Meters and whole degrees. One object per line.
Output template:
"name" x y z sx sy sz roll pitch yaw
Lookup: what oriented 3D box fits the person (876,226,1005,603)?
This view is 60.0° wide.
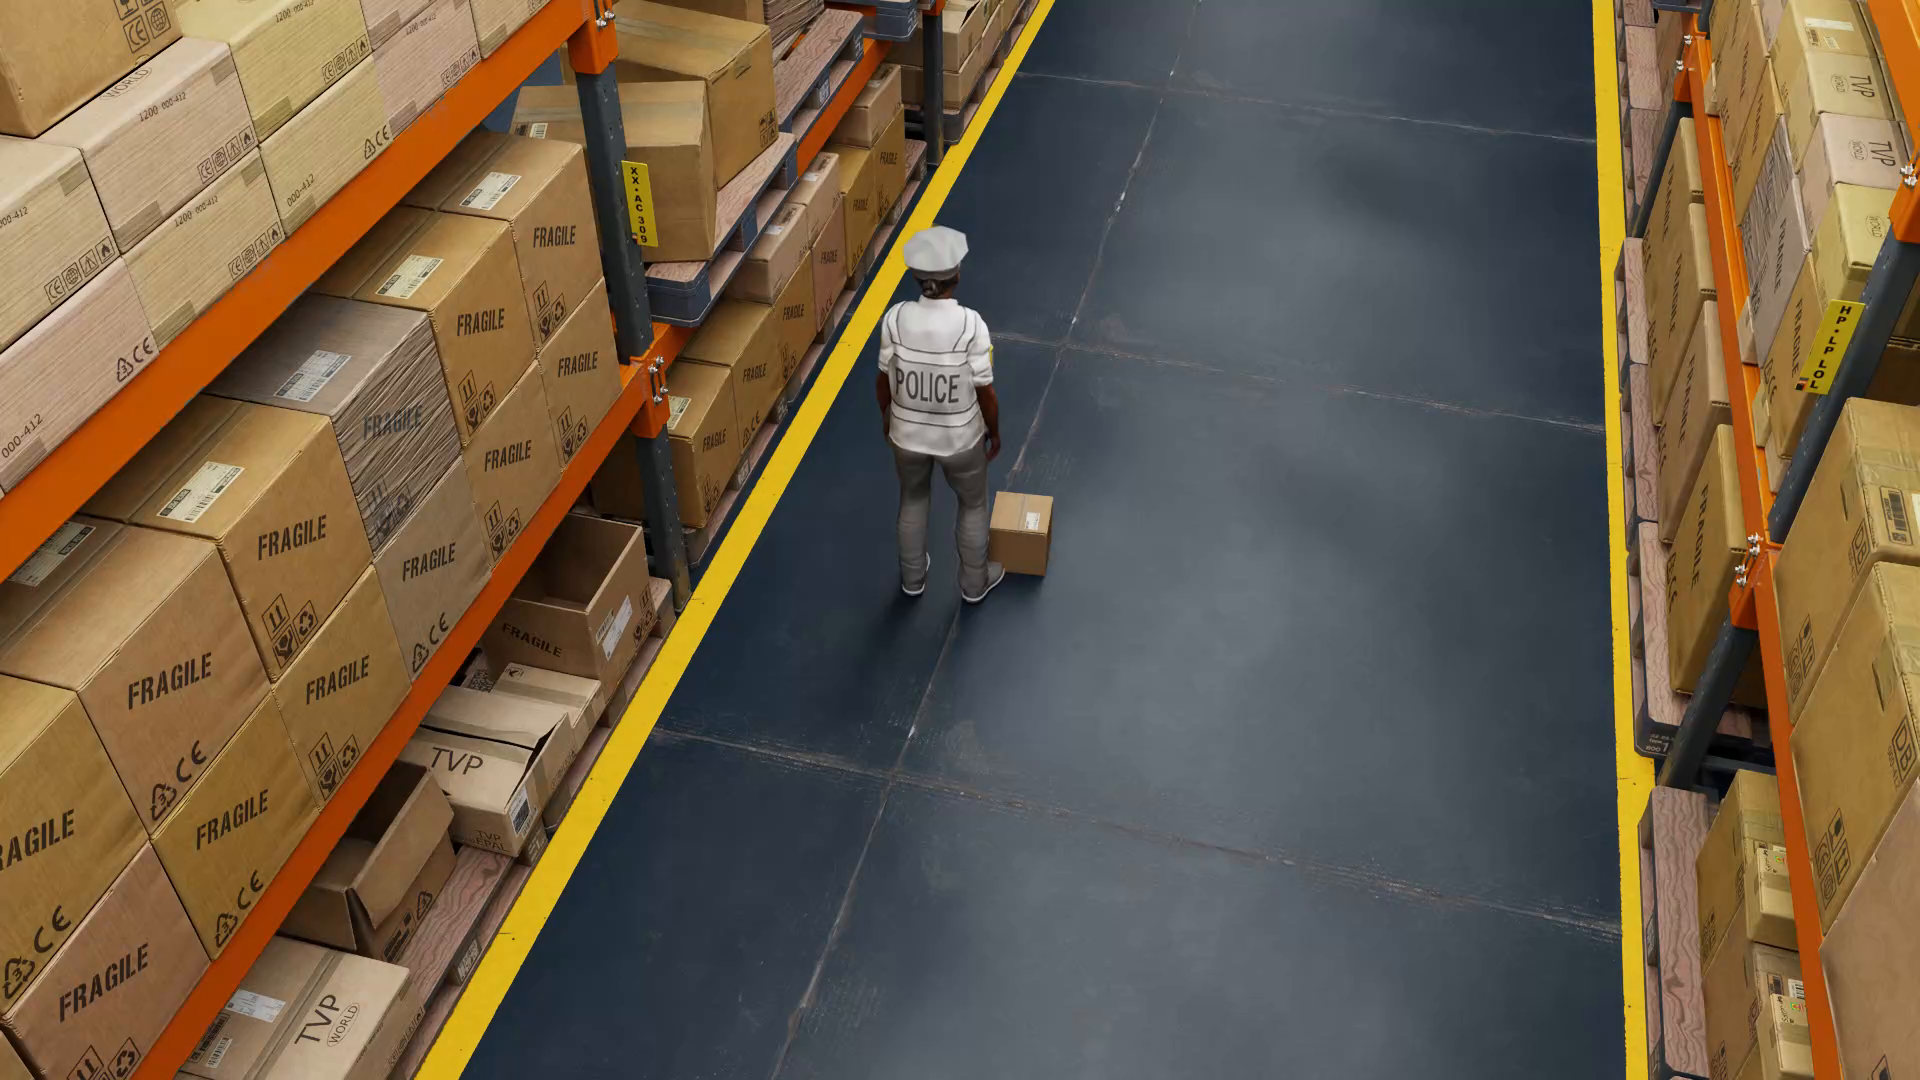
"person" -0.077 -0.438 6.659 0.507 1.658 0.392 9 42 10
